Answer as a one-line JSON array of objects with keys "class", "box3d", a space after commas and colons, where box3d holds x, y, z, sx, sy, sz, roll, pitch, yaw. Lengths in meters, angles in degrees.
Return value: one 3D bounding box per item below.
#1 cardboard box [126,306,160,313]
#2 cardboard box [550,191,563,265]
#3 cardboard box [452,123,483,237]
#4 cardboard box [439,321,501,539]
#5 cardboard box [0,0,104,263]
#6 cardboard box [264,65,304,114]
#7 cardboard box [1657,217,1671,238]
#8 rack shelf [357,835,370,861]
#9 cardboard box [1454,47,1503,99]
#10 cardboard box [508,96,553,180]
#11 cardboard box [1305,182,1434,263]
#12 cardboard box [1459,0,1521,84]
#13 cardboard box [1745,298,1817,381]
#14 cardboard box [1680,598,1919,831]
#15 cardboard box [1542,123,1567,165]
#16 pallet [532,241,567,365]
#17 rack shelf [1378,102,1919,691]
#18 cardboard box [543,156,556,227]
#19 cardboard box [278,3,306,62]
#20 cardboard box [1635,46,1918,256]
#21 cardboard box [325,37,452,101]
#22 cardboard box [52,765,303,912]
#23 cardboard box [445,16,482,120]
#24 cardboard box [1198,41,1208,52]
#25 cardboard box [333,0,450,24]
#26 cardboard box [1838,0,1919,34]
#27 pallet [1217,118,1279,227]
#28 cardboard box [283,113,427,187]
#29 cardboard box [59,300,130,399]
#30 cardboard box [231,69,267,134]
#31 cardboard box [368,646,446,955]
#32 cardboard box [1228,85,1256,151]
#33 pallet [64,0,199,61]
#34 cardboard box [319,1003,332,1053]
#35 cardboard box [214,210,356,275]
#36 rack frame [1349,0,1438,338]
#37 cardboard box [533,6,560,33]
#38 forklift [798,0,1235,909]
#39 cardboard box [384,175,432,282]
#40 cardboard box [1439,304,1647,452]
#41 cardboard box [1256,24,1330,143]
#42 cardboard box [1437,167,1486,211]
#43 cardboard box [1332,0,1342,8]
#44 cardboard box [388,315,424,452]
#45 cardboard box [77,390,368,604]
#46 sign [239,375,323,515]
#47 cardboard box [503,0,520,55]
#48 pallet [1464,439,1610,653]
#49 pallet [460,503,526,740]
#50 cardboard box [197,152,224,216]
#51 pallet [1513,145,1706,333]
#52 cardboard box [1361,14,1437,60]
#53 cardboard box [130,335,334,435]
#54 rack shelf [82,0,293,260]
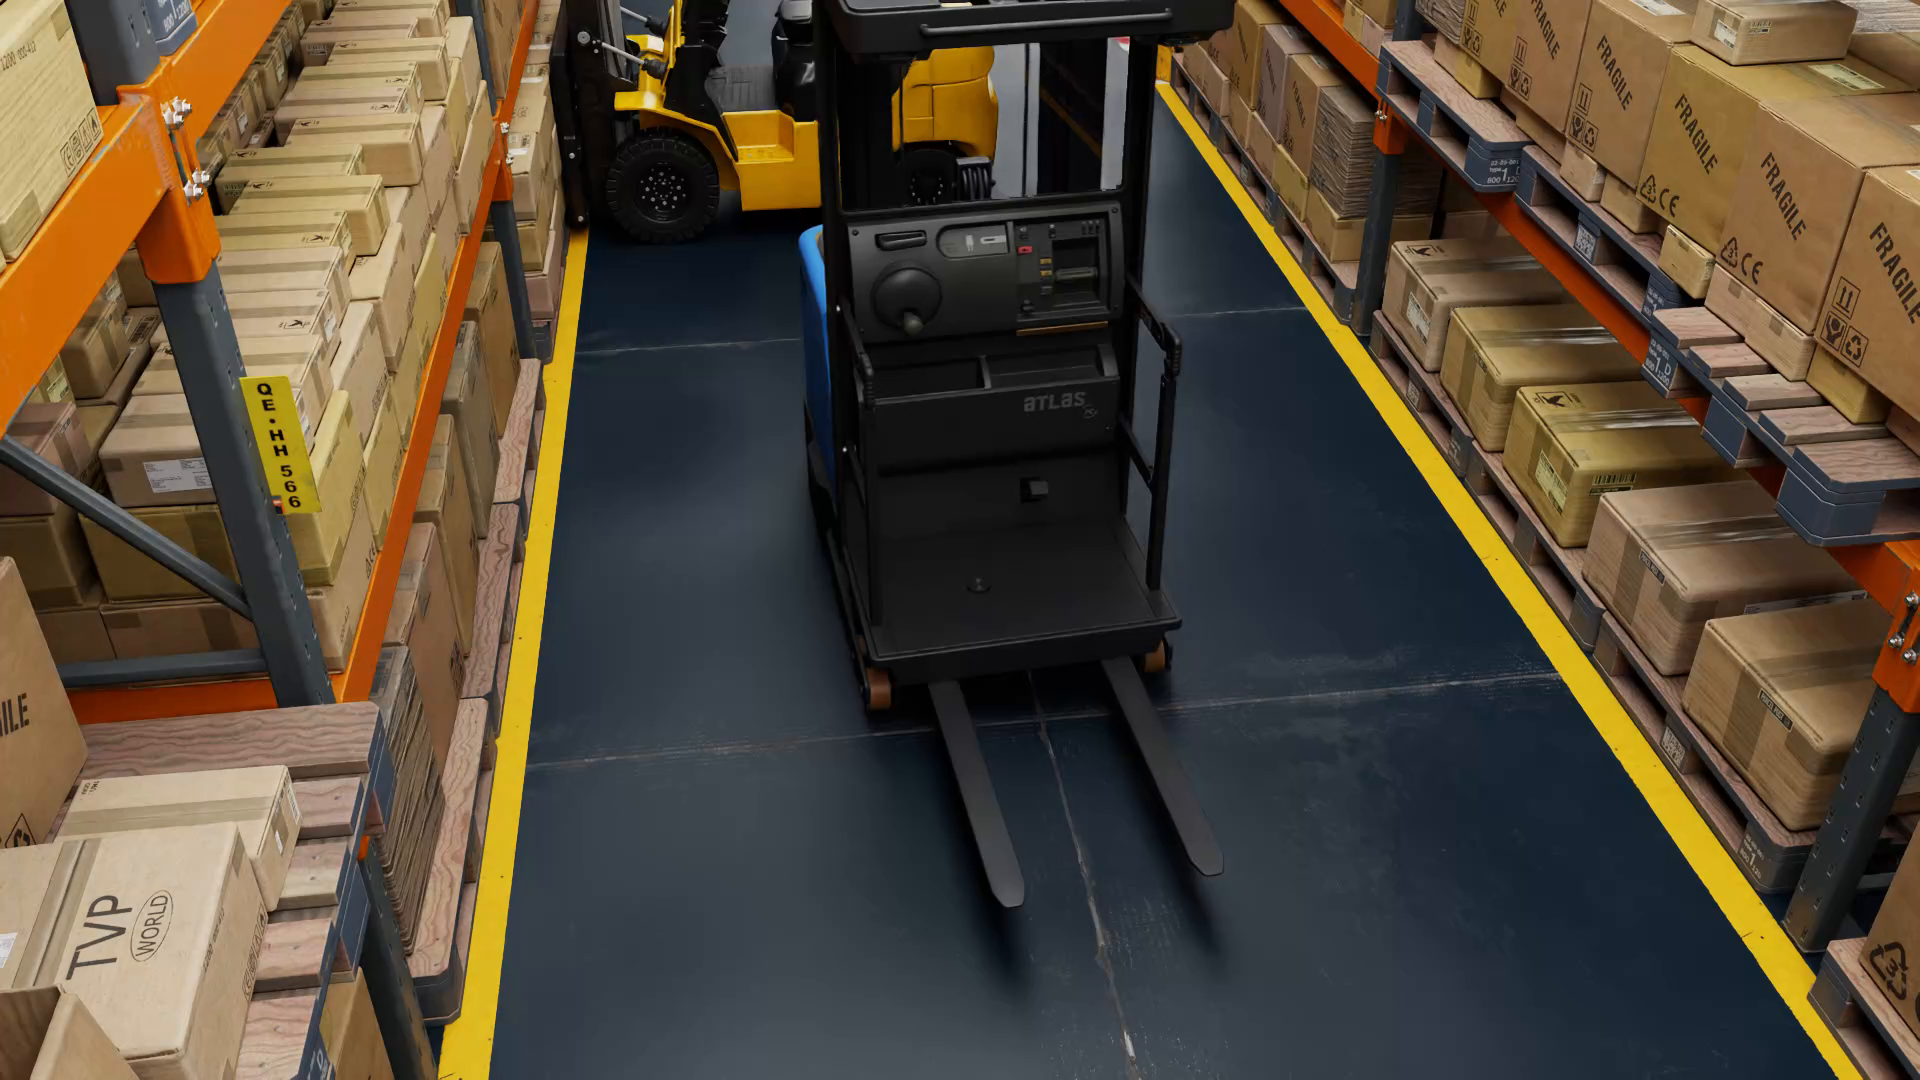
[{"class": "cardboard box", "box3d": [-2.400, -0.638, 4.712, 0.500, 0.250, 0.500, -5, 35, -7]}, {"class": "cardboard box", "box3d": [-2.288, -1.546, 8.423, 0.500, 0.250, 0.500, -5, 35, -7]}, {"class": "cardboard box", "box3d": [-2.067, -1.328, 6.168, 0.500, 0.250, 0.500, -5, 35, -7]}, {"class": "cardboard box", "box3d": [-2.290, -0.399, 6.408, 0.875, 0.625, 0.625, -5, 35, -7]}, {"class": "cardboard box", "box3d": [-1.620, -0.608, 2.449, 0.500, 0.250, 0.500, -5, 35, -8]}, {"class": "cardboard box", "box3d": [-2.596, -1.492, 5.965, 0.500, 0.250, 0.500, -5, 35, -7]}, {"class": "cardboard box", "box3d": [2.539, -1.036, 5.457, 0.380, 0.149, 0.250, -4, 34, -6]}, {"class": "rack shelf", "box3d": [-1.661, 1.714, 2.210, 1.077, 0.370, 4.000, -4, 35, -6]}, {"class": "cardboard box", "box3d": [2.237, -1.906, 6.734, 0.380, 0.149, 0.250, -4, 34, -5]}, {"class": "cardboard box", "box3d": [-2.280, -1.961, 8.145, 0.500, 0.250, 0.500, -4, 35, -6]}, {"class": "cardboard box", "box3d": [2.105, -1.656, 8.585, 0.500, 0.250, 0.500, -3, 34, -4]}, {"class": "cardboard box", "box3d": [2.297, -2.084, 6.419, 0.500, 0.500, 0.500, -4, 35, -6]}, {"class": "cardboard box", "box3d": [2.525, -0.593, 4.807, 0.380, 0.149, 0.250, -5, 35, -7]}, {"class": "cardboard box", "box3d": [2.922, 0.519, 5.285, 0.950, 0.372, 0.625, -7, 35, -10]}, {"class": "cardboard box", "box3d": [2.375, -1.469, 6.093, 0.380, 0.149, 0.250, -4, 34, -6]}, {"class": "pallet", "box3d": [-2.533, -1.226, 8.361, 1.003, 0.211, 1.213, -4, 35, -6]}, {"class": "rack shelf", "box3d": [2.719, -0.896, 6.040, 1.077, 0.370, 4.000, -4, 35, -6]}, {"class": "cardboard box", "box3d": [-2.296, -1.749, 8.278, 0.500, 0.250, 0.500, -5, 35, -7]}, {"class": "cardboard box", "box3d": [-2.649, -1.874, 6.172, 0.380, 0.149, 0.250, -5, 35, -8]}, {"class": "cardboard box", "box3d": [2.502, -1.217, 5.146, 0.500, 0.500, 0.500, -7, 35, -10]}, {"class": "cardboard box", "box3d": [-2.001, -1.647, 5.838, 0.380, 0.149, 0.250, -5, 35, -8]}, {"class": "cardboard box", "box3d": [-1.461, 0.569, 3.102, 0.380, 0.149, 0.250, -4, 34, -5]}, {"class": "cardboard box", "box3d": [-2.148, -1.821, 6.448, 0.500, 0.250, 0.500, -5, 35, -7]}, {"class": "cardboard box", "box3d": [1.751, -3.404, 10.484, 0.500, 0.500, 0.500, -5, 35, -8]}, {"class": "cardboard box", "box3d": [-2.202, -2.067, 6.454, 0.380, 0.149, 0.250, -3, 34, -5]}, {"class": "cardboard box", "box3d": [2.943, -1.549, 5.634, 0.500, 0.500, 0.500, -6, 35, -8]}, {"class": "pallet", "box3d": [2.158, -2.211, 9.807, 1.003, 0.211, 1.213, -4, 35, -6]}, {"class": "cardboard box", "box3d": [-1.888, -1.214, 5.203, 0.380, 0.149, 0.250, -5, 35, -8]}, {"class": "cardboard box", "box3d": [-2.294, -0.461, 4.098, 0.380, 0.149, 0.250, -4, 35, -6]}, {"class": "cardboard box", "box3d": [-2.553, -1.453, 5.554, 0.380, 0.149, 0.250, -4, 35, -6]}, {"class": "cardboard box", "box3d": [-2.000, 0.760, 4.707, 0.875, 0.625, 0.625, -3, 34, -5]}, {"class": "cardboard box", "box3d": [1.894, -2.518, 9.851, 0.500, 0.250, 0.500, -2, 34, -3]}, {"class": "pallet", "box3d": [-2.109, -1.232, 3.399, 1.213, 0.211, 1.003, -3, 34, -4]}, {"class": "cardboard box", "box3d": [-1.612, 1.149, 3.671, 0.380, 0.149, 0.250, -6, 35, -9]}, {"class": "cardboard box", "box3d": [-1.889, -0.782, 4.569, 0.380, 0.149, 0.250, -4, 34, -6]}, {"class": "rack frame", "box3d": [2.451, -2.309, 7.475, 1.000, 3.000, 0.127, -4, 35, -6]}, {"class": "cardboard box", "box3d": [-2.482, -2.815, 9.398, 0.500, 0.250, 0.500, -4, 34, -6]}, {"class": "forklift", "box3d": [0.140, -0.839, 5.378, 1.130, 2.935, 3.031, -7, 35, -10]}, {"class": "cardboard box", "box3d": [-1.960, -0.966, 5.193, 0.500, 0.250, 0.500, -4, 34, -6]}, {"class": "cardboard box", "box3d": [2.624, -0.703, 7.079, 0.950, 0.372, 0.625, -2, 34, -3]}, {"class": "cardboard box", "box3d": [1.965, -2.534, 9.208, 0.500, 0.500, 0.500, -3, 34, -4]}, {"class": "cardboard box", "box3d": [2.639, -2.006, 8.433, 0.500, 0.500, 0.500, -3, 34, -4]}, {"class": "cardboard box", "box3d": [2.087, -2.792, 8.406, 0.380, 0.149, 0.250, -5, 35, -7]}, {"class": "cardboard box", "box3d": [-1.886, -0.471, 4.911, 0.500, 0.250, 0.500, -5, 35, -8]}, {"class": "cardboard box", "box3d": [-1.722, -0.112, 3.939, 0.500, 0.250, 0.500, -4, 35, -6]}, {"class": "sign", "box3d": [-1.393, -0.191, 3.409, 0.100, 0.325, 0.005, -4, 35, -6]}, {"class": "cardboard box", "box3d": [-2.355, -2.529, 7.709, 0.500, 0.500, 0.500, -4, 34, -6]}, {"class": "pallet", "box3d": [2.724, -0.040, 6.621, 1.003, 0.211, 1.213, -4, 35, -6]}, {"class": "pallet", "box3d": [-2.162, 0.312, 6.105, 1.003, 0.211, 1.213, -4, 35, -6]}, {"class": "cardboard box", "box3d": [-2.399, -1.030, 4.933, 0.380, 0.149, 0.250, -3, 34, -5]}, {"class": "pallet", "box3d": [2.682, -1.099, 5.870, 1.003, 0.211, 1.213, -4, 35, -6]}, {"class": "cardboard box", "box3d": [2.105, -2.362, 7.775, 0.380, 0.149, 0.250, -5, 35, -7]}, {"class": "cardboard box", "box3d": [-1.718, -0.357, 3.946, 0.380, 0.149, 0.250, -4, 34, -5]}, {"class": "rack shelf", "box3d": [-2.199, -1.757, 4.640, 1.077, 0.370, 4.000, -4, 35, -6]}]
